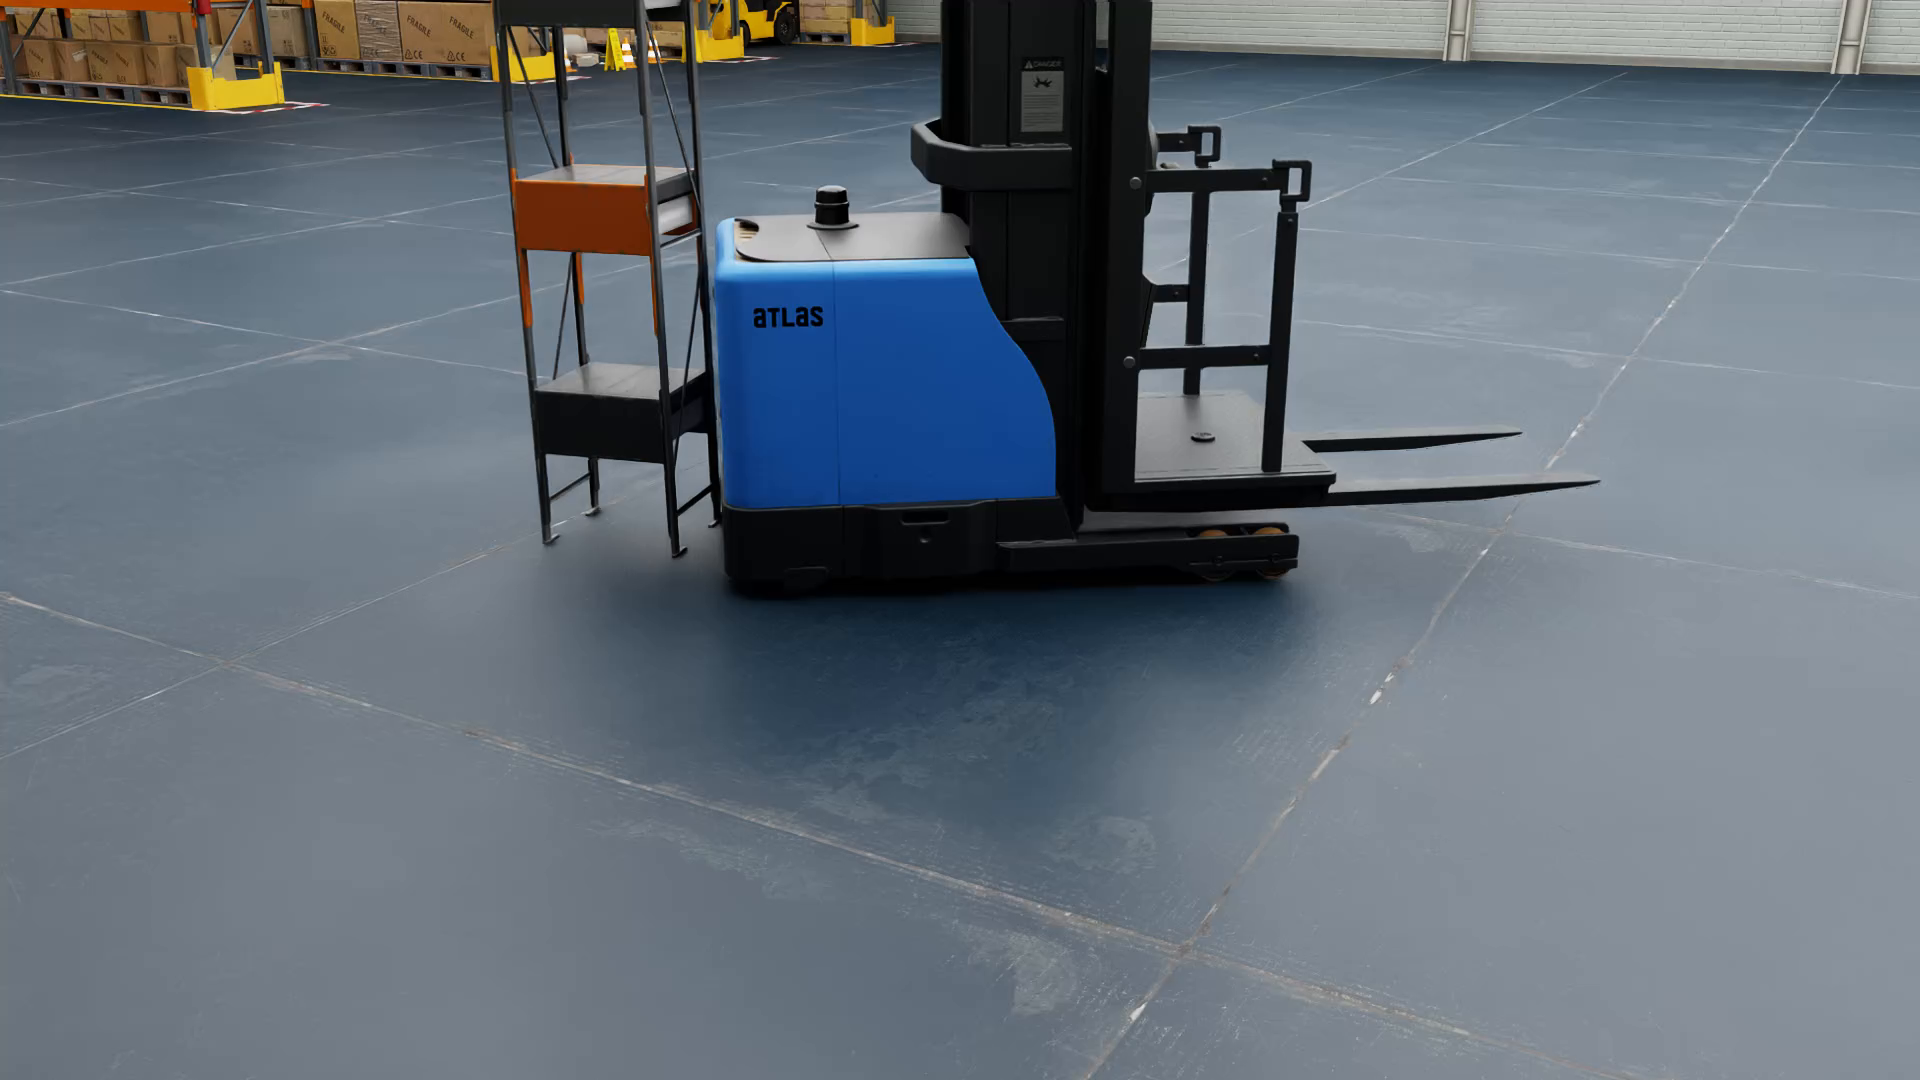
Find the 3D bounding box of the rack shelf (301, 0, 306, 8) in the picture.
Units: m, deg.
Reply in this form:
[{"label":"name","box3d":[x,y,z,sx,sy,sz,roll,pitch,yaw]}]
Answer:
[{"label":"rack shelf","box3d":[-11.733,-8.983,27.284,4.000,0.370,1.077,11,23,27]}]

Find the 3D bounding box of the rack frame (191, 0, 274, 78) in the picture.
[{"label":"rack frame","box3d":[-9.002,-6.863,20.386,0.127,3.000,1.000,11,23,27]}]

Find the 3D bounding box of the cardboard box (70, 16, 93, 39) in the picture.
[{"label":"cardboard box","box3d":[-15.102,-8.878,28.990,0.500,0.500,0.500,10,22,25]}]

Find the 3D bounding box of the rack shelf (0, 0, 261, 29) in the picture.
[{"label":"rack shelf","box3d":[-10.748,-6.858,21.426,4.000,0.370,1.077,11,23,27]}]

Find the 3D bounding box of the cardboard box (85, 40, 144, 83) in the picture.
[{"label":"cardboard box","box3d":[-11.080,-6.299,21.882,0.500,0.500,0.500,9,22,23]}]

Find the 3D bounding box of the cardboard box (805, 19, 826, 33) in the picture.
[{"label":"cardboard box","box3d":[-2.745,-10.266,33.184,0.500,0.250,0.500,11,23,27]}]

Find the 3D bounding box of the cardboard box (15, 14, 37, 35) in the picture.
[{"label":"cardboard box","box3d":[-16.455,-9.139,29.710,0.500,0.500,0.500,12,23,29]}]

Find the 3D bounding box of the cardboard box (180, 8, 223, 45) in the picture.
[{"label":"cardboard box","box3d":[-12.226,-8.521,27.639,0.750,0.750,1.050,11,23,28]}]

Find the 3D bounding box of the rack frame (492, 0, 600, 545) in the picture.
[{"label":"rack frame","box3d":[-1.400,-1.034,5.631,0.015,2.100,0.400,5,21,14]}]

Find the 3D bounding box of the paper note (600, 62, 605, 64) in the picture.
[{"label":"paper note","box3d":[-5.965,-7.982,27.825,0.142,0.019,0.148,3,20,9]}]

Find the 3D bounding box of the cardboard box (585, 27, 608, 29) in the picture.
[{"label":"cardboard box","box3d":[-6.353,-9.385,29.656,0.500,0.500,0.500,12,23,30]}]

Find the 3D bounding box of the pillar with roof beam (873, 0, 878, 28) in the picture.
[{"label":"pillar with roof beam","box3d":[-4.019,-13.214,29.098,0.400,9.000,9.100,11,23,27]}]

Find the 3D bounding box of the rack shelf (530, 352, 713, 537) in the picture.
[{"label":"rack shelf","box3d":[-1.163,-0.342,5.818,0.480,0.518,0.431,5,21,14]}]

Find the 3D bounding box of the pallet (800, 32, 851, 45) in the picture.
[{"label":"pallet","box3d":[-2.440,-10.096,33.387,1.213,0.211,1.003,11,23,27]}]

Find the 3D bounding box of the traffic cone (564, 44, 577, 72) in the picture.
[{"label":"traffic cone","box3d":[-6.266,-7.641,26.252,0.334,0.463,0.336,11,23,27]}]

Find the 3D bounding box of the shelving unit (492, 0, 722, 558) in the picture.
[{"label":"shelving unit","box3d":[-1.165,-1.012,5.570,0.503,2.100,0.431,5,21,14]}]

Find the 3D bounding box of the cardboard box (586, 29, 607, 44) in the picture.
[{"label":"cardboard box","box3d":[-6.342,-9.032,29.782,0.500,0.250,0.500,10,22,27]}]

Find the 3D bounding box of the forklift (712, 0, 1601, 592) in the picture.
[{"label":"forklift","box3d":[0.686,-1.419,5.478,3.031,2.935,1.130,-3,20,-7]}]

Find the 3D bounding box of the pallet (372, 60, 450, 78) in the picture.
[{"label":"pallet","box3d":[-8.292,-7.325,25.749,1.213,0.211,1.003,11,23,27]}]

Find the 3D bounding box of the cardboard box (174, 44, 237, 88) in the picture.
[{"label":"cardboard box","box3d":[-9.539,-5.994,21.041,0.500,0.500,0.500,16,25,37]}]

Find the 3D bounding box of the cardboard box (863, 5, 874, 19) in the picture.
[{"label":"cardboard box","box3d":[-2.061,-10.571,33.293,0.500,0.250,0.500,11,23,28]}]

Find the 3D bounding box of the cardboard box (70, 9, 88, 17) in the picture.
[{"label":"cardboard box","box3d":[-15.086,-9.234,28.872,0.500,0.250,0.500,11,23,29]}]

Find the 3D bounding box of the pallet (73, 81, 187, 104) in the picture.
[{"label":"pallet","box3d":[-10.821,-5.914,21.858,1.213,0.211,1.003,11,23,27]}]

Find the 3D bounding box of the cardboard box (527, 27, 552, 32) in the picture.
[{"label":"cardboard box","box3d":[-7.389,-8.721,29.171,0.500,0.500,0.500,-7,21,-20]}]

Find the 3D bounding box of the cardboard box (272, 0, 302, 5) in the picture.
[{"label":"cardboard box","box3d":[-13.273,-10.780,33.685,0.875,0.875,0.875,12,23,29]}]

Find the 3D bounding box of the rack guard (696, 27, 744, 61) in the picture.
[{"label":"rack guard","box3d":[-4.235,-8.651,28.981,0.348,0.500,1.175,11,23,27]}]

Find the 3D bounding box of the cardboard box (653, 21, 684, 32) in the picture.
[{"label":"cardboard box","box3d":[-4.996,-9.126,28.942,0.500,0.500,0.500,11,23,28]}]

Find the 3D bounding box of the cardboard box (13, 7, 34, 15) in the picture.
[{"label":"cardboard box","box3d":[-16.455,-9.492,29.583,0.500,0.250,0.500,10,22,25]}]

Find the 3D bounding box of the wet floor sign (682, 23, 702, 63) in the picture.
[{"label":"wet floor sign","box3d":[-4.525,-8.356,27.956,0.267,0.644,0.232,-16,26,-38]}]

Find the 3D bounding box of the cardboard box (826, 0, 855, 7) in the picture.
[{"label":"cardboard box","box3d":[-2.306,-10.650,32.777,0.500,0.250,0.500,12,23,29]}]

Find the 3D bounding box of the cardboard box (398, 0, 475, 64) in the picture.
[{"label":"cardboard box","box3d":[-7.888,-7.760,25.360,0.875,0.875,0.875,10,22,26]}]

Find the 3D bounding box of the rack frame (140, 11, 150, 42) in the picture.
[{"label":"rack frame","box3d":[-13.479,-9.653,28.078,0.127,3.000,1.000,11,23,27]}]

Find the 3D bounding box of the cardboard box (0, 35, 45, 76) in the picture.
[{"label":"cardboard box","box3d":[-13.020,-6.669,22.871,0.500,0.500,0.700,9,22,23]}]

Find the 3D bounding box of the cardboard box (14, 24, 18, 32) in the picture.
[{"label":"cardboard box","box3d":[-17.396,-9.486,30.747,0.250,0.149,0.380,11,23,28]}]

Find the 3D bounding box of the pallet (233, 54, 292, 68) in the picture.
[{"label":"pallet","box3d":[-11.767,-7.986,27.570,1.213,0.211,1.003,11,23,27]}]

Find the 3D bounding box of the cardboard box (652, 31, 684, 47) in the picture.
[{"label":"cardboard box","box3d":[-5.027,-8.776,29.078,0.500,0.250,0.500,11,23,27]}]

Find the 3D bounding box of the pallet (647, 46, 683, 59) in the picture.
[{"label":"pallet","box3d":[-4.927,-8.661,29.431,1.213,0.211,1.003,11,23,27]}]

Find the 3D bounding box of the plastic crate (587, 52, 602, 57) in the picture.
[{"label":"plastic crate","box3d":[-6.690,-8.601,29.458,0.583,0.080,0.402,3,20,9]}]

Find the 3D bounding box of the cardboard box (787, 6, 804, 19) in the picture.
[{"label":"cardboard box","box3d":[-3.223,-10.586,33.332,0.500,0.250,0.500,10,22,26]}]
